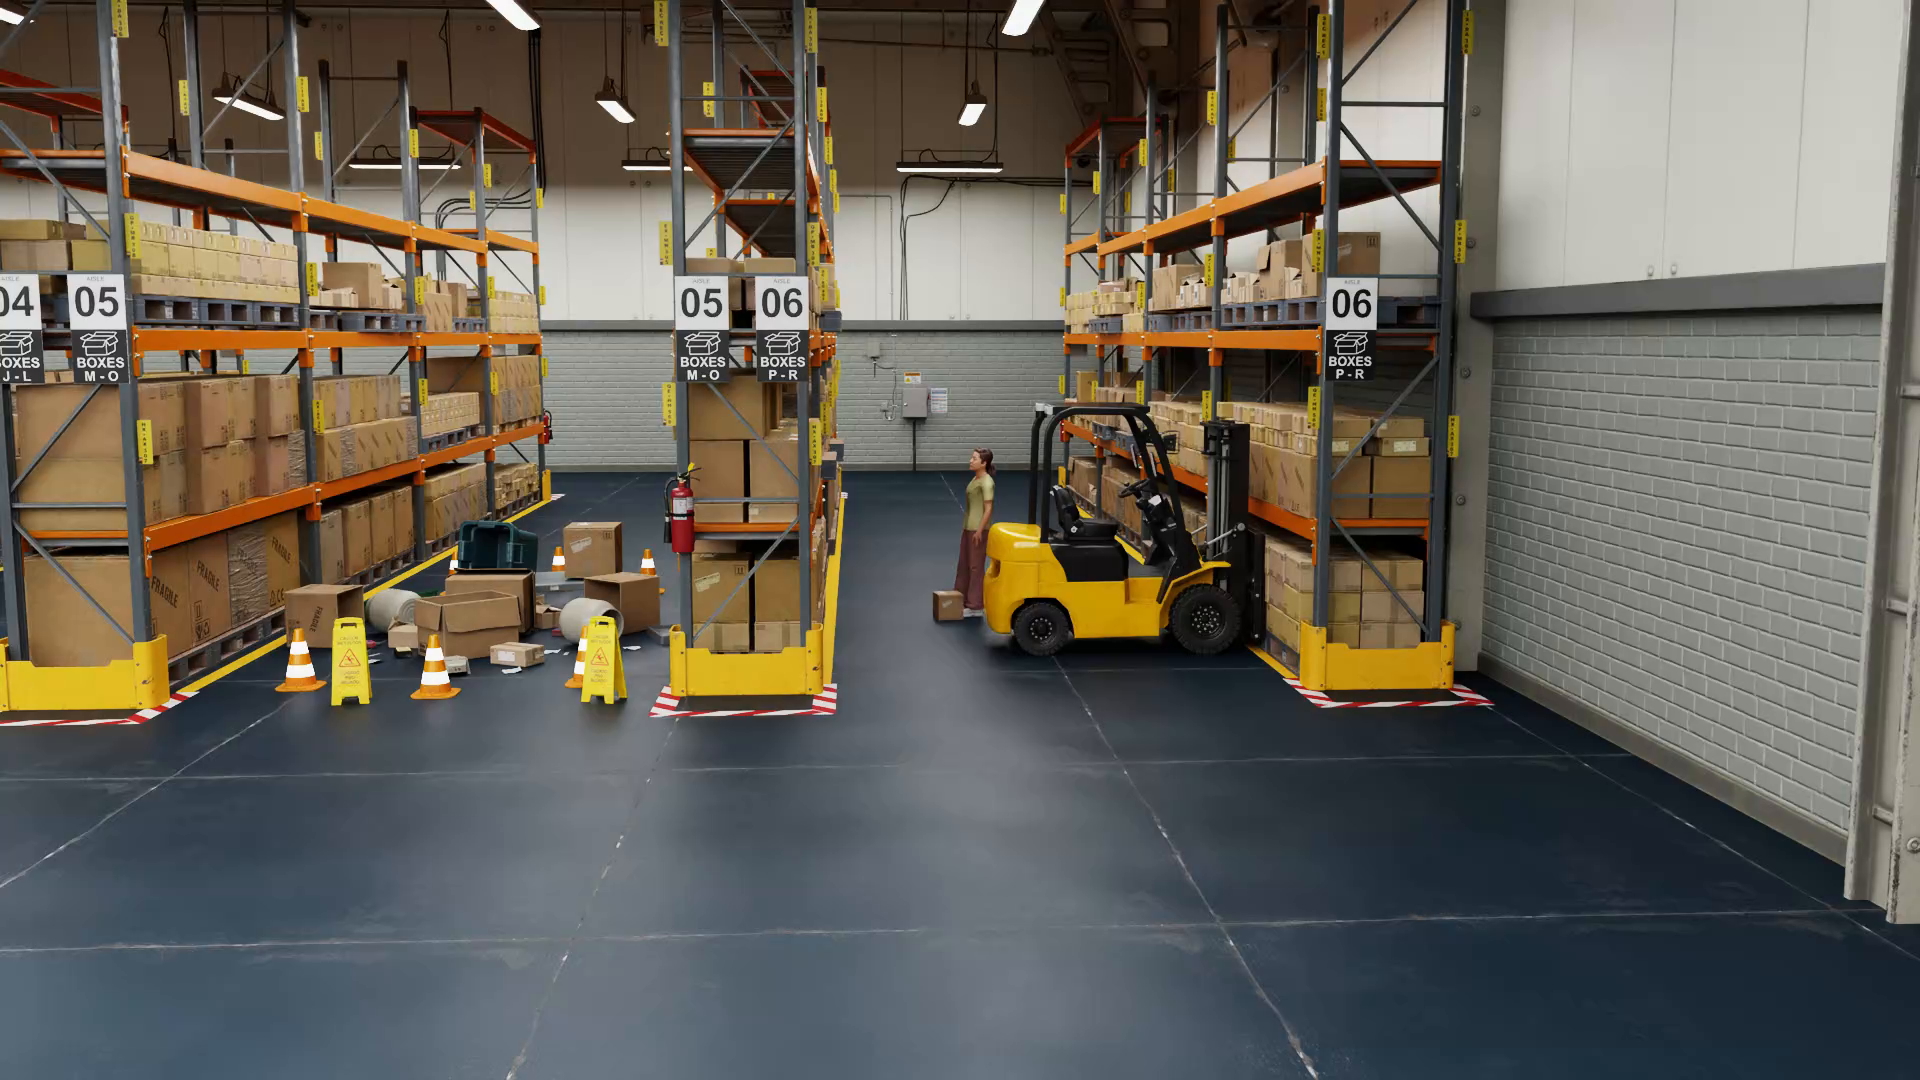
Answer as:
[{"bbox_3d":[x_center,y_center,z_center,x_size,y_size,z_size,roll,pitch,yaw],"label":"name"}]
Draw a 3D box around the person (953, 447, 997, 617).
[{"bbox_3d":[0.088,-0.081,16.343,0.547,1.673,0.553,-1,7,-11],"label":"person"}]
